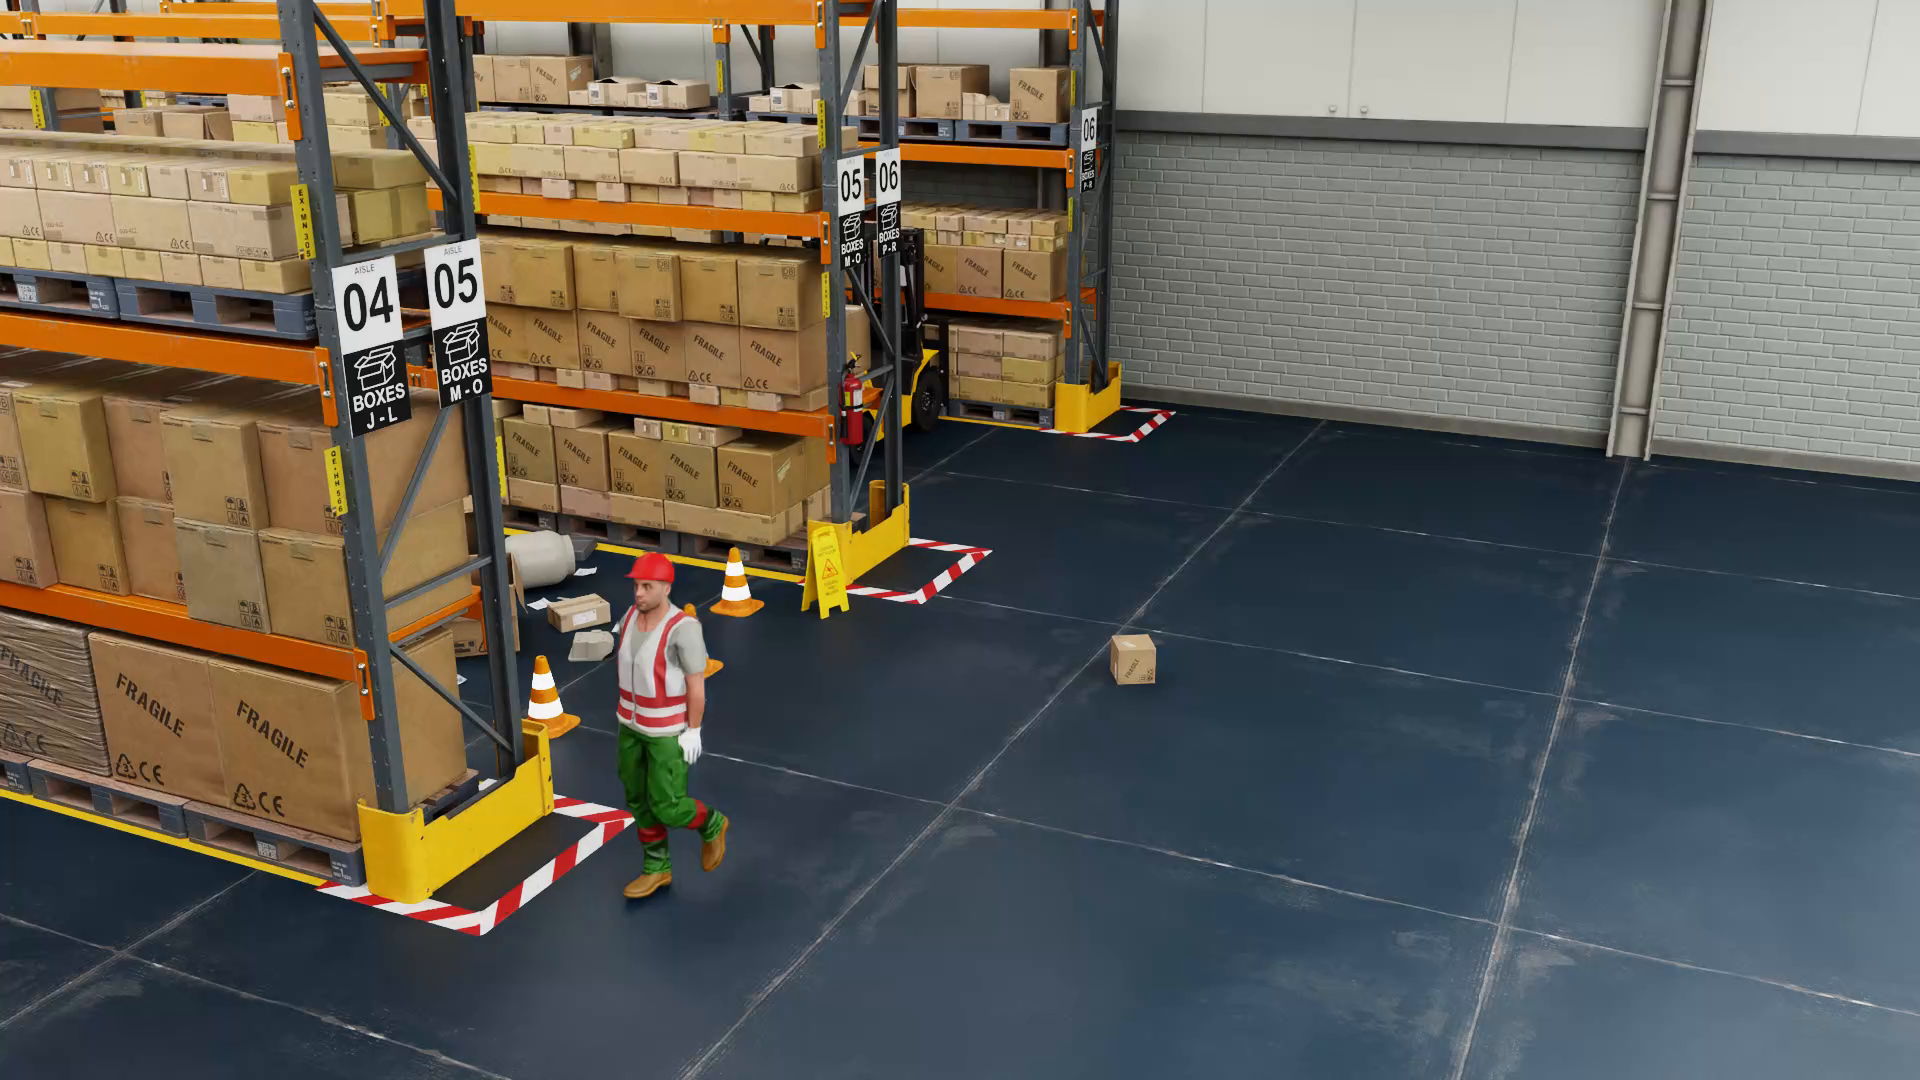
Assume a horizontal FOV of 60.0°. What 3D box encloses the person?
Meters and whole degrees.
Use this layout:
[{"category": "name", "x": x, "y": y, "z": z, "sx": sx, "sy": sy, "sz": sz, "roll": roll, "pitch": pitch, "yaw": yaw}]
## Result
[{"category": "person", "x": -1.480, "y": 0.913, "z": 8.285, "sx": 0.529, "sy": 1.781, "sz": 0.586, "roll": 13, "pitch": 23, "yaw": 33}]
